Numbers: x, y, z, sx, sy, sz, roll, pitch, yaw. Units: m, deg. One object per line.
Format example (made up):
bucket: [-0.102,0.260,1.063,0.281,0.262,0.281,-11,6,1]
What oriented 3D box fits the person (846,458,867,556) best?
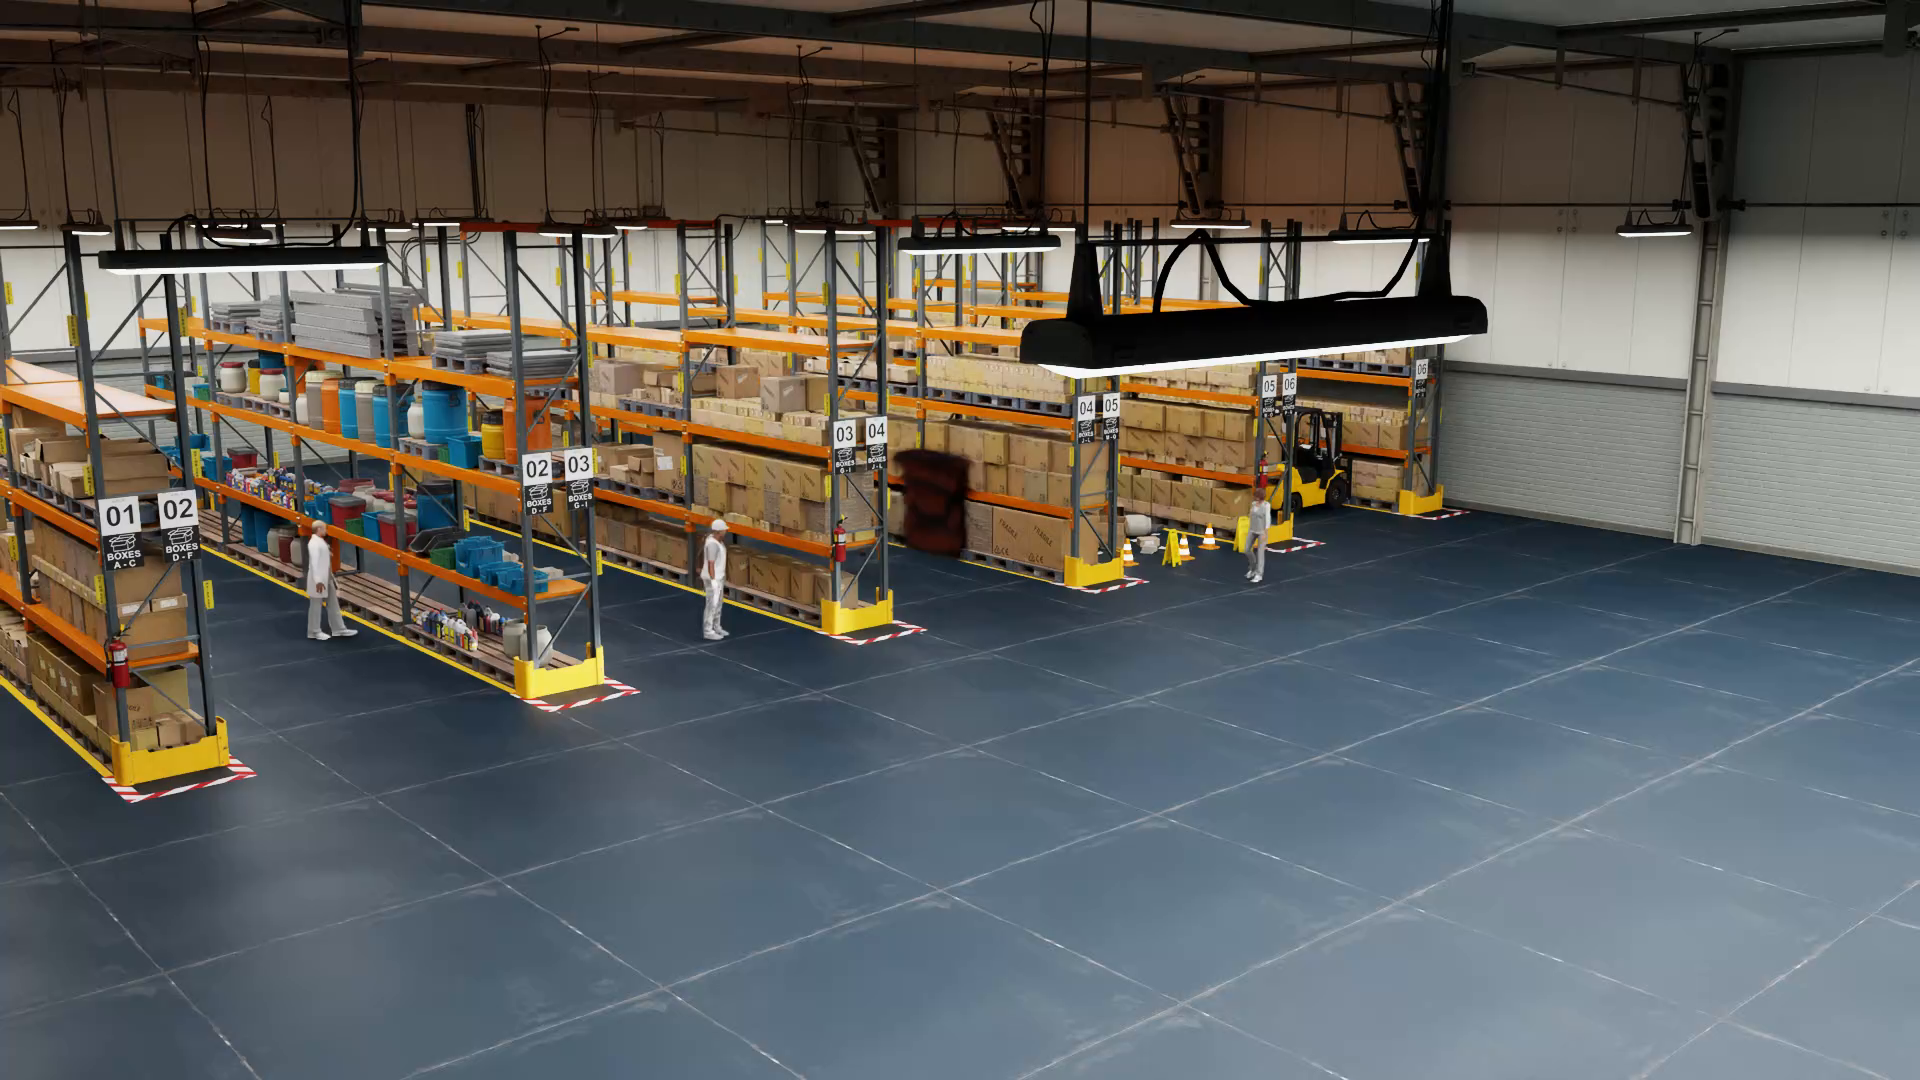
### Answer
person: [-1.865,-0.581,28.898,0.551,1.705,0.429,6,13,29]

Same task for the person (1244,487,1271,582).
person: [5.061,-0.097,28.322,0.476,1.615,0.425,9,14,38]

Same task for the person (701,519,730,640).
person: [-3.607,0.569,24.580,0.451,1.792,0.588,0,11,1]

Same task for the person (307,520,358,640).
person: [-9.335,0.590,24.465,0.663,1.779,0.613,1,11,4]
